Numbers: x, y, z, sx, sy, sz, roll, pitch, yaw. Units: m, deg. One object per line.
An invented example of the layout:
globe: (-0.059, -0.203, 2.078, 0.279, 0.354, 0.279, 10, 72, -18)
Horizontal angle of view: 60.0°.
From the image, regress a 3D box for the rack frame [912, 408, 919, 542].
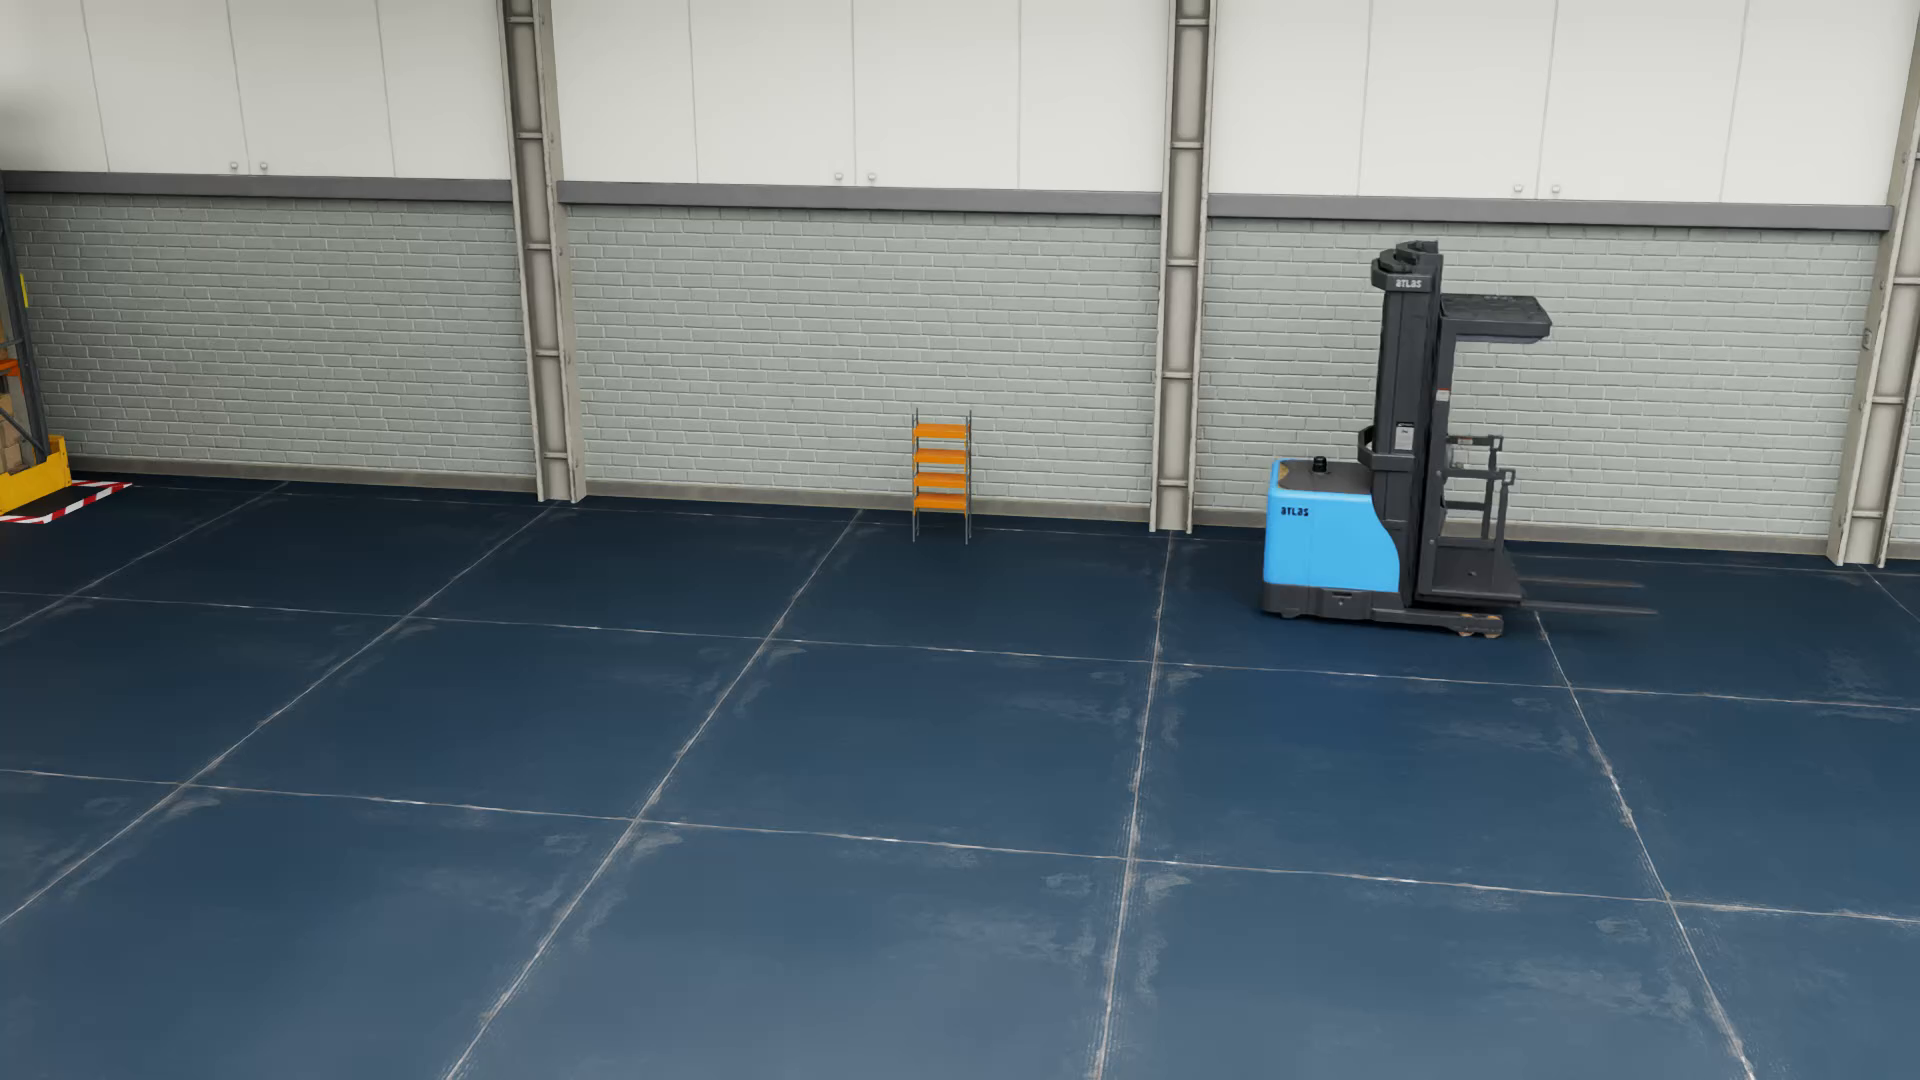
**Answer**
rack frame: (-0.404, -0.590, 15.121, 0.015, 1.200, 0.240, 3, 19, 9)

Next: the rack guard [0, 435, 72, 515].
rack guard: (-9.298, -0.641, 16.377, 0.348, 0.500, 1.175, 3, 19, 9)

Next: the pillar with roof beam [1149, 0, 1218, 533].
pillar with roof beam: (1.300, -3.037, 10.145, 0.400, 9.000, 9.100, 3, 19, 9)

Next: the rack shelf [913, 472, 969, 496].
rack shelf: (-0.163, -0.514, 15.106, 0.480, 0.148, 0.258, 3, 19, 9)

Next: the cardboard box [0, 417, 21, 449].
cardboard box: (-9.753, -1.048, 16.540, 0.500, 0.250, 0.500, 3, 19, 10)

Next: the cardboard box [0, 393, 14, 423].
cardboard box: (-9.766, -1.280, 16.445, 0.500, 0.250, 0.500, 3, 19, 8)

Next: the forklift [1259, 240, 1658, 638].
forklift: (3.984, -0.813, 13.061, 3.031, 2.935, 1.130, 4, 19, 11)

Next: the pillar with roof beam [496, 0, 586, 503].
pillar with roof beam: (-4.625, -3.339, 11.048, 0.400, 9.000, 9.100, 3, 19, 9)

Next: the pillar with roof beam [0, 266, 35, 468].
pillar with roof beam: (-10.549, -3.641, 11.950, 0.400, 9.000, 9.100, 3, 19, 9)

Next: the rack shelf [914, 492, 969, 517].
rack shelf: (-0.163, -0.325, 15.169, 0.480, 0.148, 0.258, 3, 19, 9)

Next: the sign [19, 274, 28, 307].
sign: (-9.227, -2.449, 16.353, 0.005, 0.325, 0.100, 3, 19, 9)

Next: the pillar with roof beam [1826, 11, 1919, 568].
pillar with roof beam: (7.224, -2.735, 9.243, 0.400, 9.000, 9.100, 3, 19, 9)

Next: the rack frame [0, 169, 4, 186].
rack frame: (-9.321, -4.672, 15.033, 0.127, 3.000, 1.000, 3, 19, 9)

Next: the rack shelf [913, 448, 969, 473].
rack shelf: (-0.163, -0.726, 15.035, 0.480, 0.148, 0.258, 3, 19, 9)

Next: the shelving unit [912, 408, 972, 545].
shelving unit: (-0.163, -0.577, 15.084, 0.503, 1.200, 0.258, 3, 19, 9)

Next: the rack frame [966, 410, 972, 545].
rack frame: (0.077, -0.565, 15.048, 0.015, 1.200, 0.240, 3, 19, 9)

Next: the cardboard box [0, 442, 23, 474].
cardboard box: (-9.775, -0.809, 16.611, 0.500, 0.250, 0.500, 3, 19, 9)

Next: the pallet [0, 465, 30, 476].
pallet: (-10.083, -0.531, 16.503, 1.213, 0.211, 1.003, 3, 19, 9)

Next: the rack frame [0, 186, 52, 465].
rack frame: (-9.321, -1.827, 15.984, 0.127, 3.000, 1.000, 3, 19, 9)

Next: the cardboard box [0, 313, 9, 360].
cardboard box: (-9.766, -1.987, 16.303, 0.500, 0.500, 0.500, 4, 19, 10)

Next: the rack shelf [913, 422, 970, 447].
rack shelf: (-0.163, -0.950, 14.960, 0.480, 0.148, 0.258, 3, 19, 9)

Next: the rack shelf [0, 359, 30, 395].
rack shelf: (-11.296, -1.587, 16.399, 4.000, 0.370, 1.077, 3, 19, 9)
